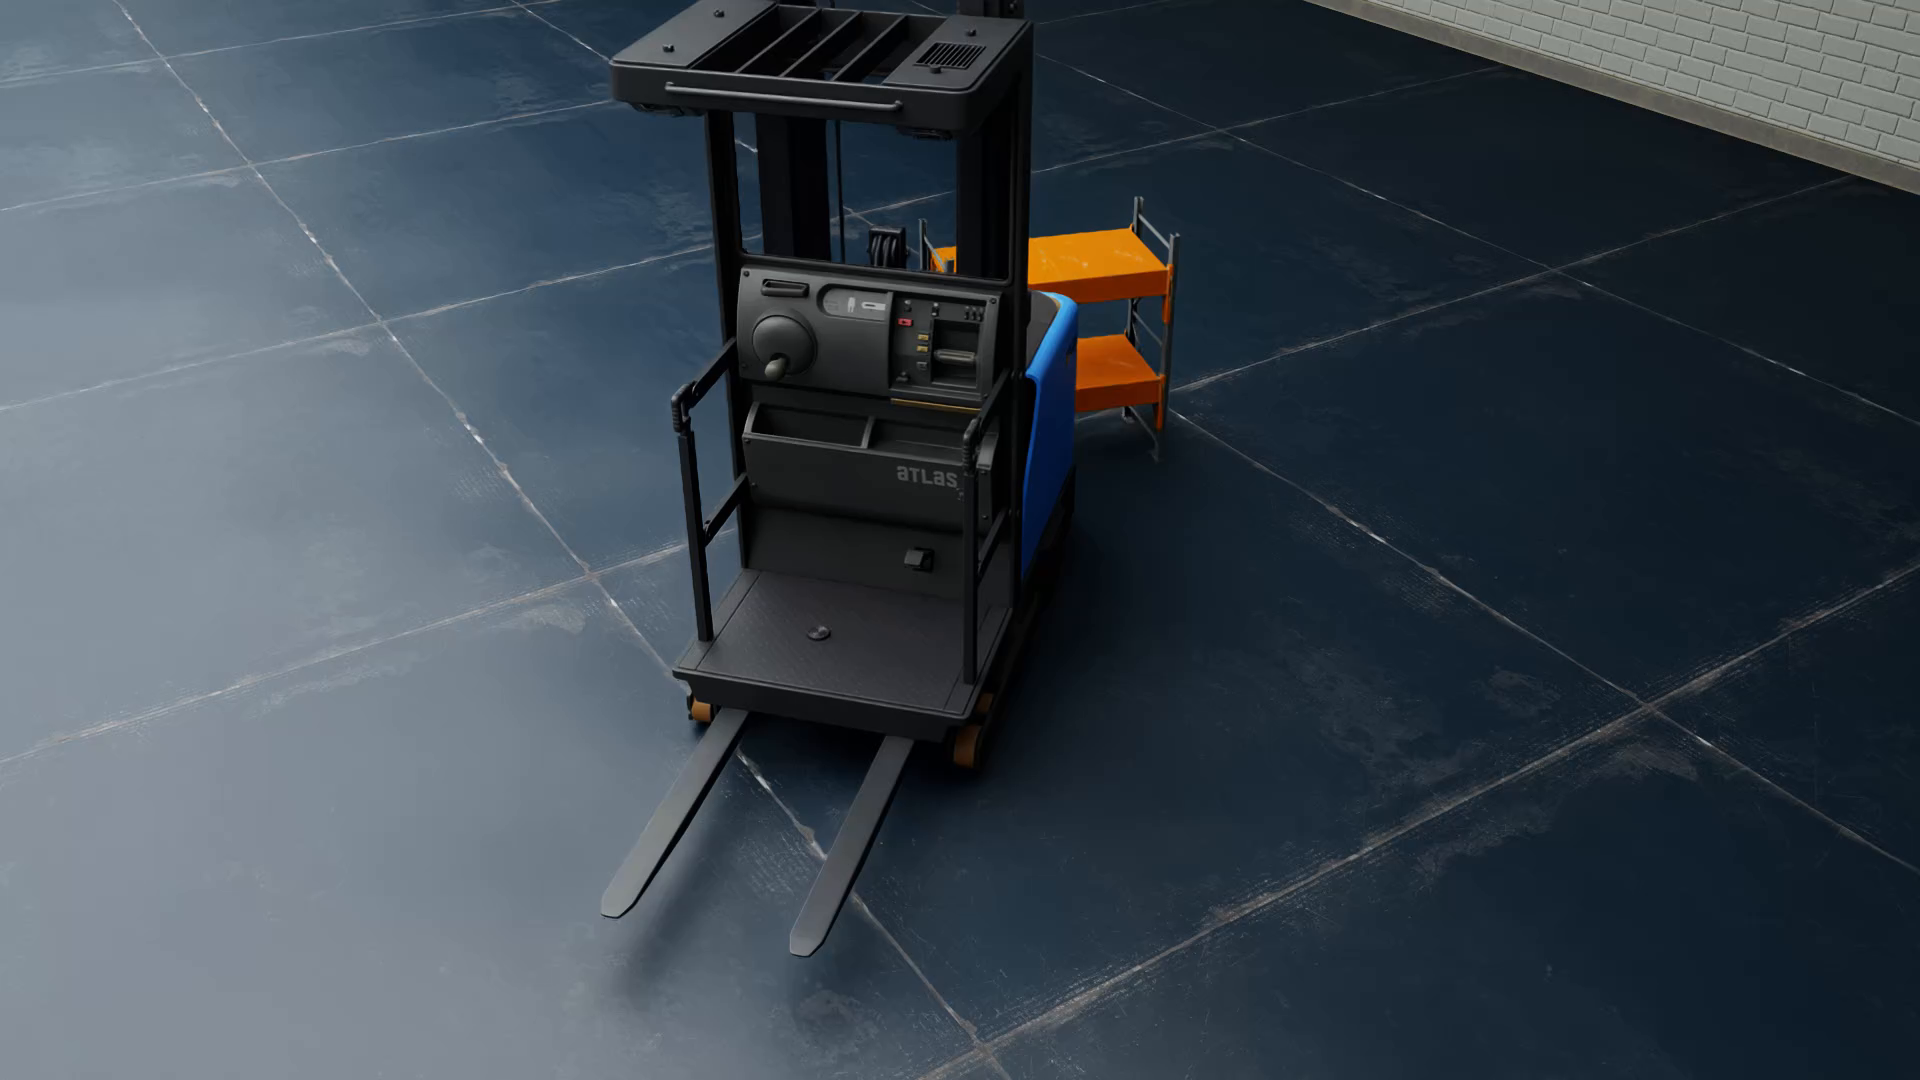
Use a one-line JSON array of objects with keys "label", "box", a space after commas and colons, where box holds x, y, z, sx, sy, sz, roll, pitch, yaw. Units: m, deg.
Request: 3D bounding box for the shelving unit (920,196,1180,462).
[{"label": "shelving unit", "box": [0.389, -0.904, 7.629, 1.048, 1.125, 0.538, -8, 33, -12]}]

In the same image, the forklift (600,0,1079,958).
[{"label": "forklift", "box": [-0.374, -0.651, 5.535, 1.130, 2.935, 3.031, 8, 33, 13]}]

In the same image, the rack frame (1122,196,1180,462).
[{"label": "rack frame", "box": [0.881, -0.974, 7.739, 0.032, 1.125, 0.500, -8, 33, -12]}]

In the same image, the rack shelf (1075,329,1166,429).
[{"label": "rack shelf", "box": [0.389, -0.698, 7.760, 1.000, 0.278, 0.538, -8, 33, -12]}]

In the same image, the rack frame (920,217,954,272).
[{"label": "rack frame", "box": [-0.102, -0.835, 7.520, 0.032, 1.125, 0.500, -8, 33, -12]}]

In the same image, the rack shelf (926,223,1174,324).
[{"label": "rack shelf", "box": [0.389, -1.152, 7.473, 1.000, 0.278, 0.538, -8, 33, -12]}]
